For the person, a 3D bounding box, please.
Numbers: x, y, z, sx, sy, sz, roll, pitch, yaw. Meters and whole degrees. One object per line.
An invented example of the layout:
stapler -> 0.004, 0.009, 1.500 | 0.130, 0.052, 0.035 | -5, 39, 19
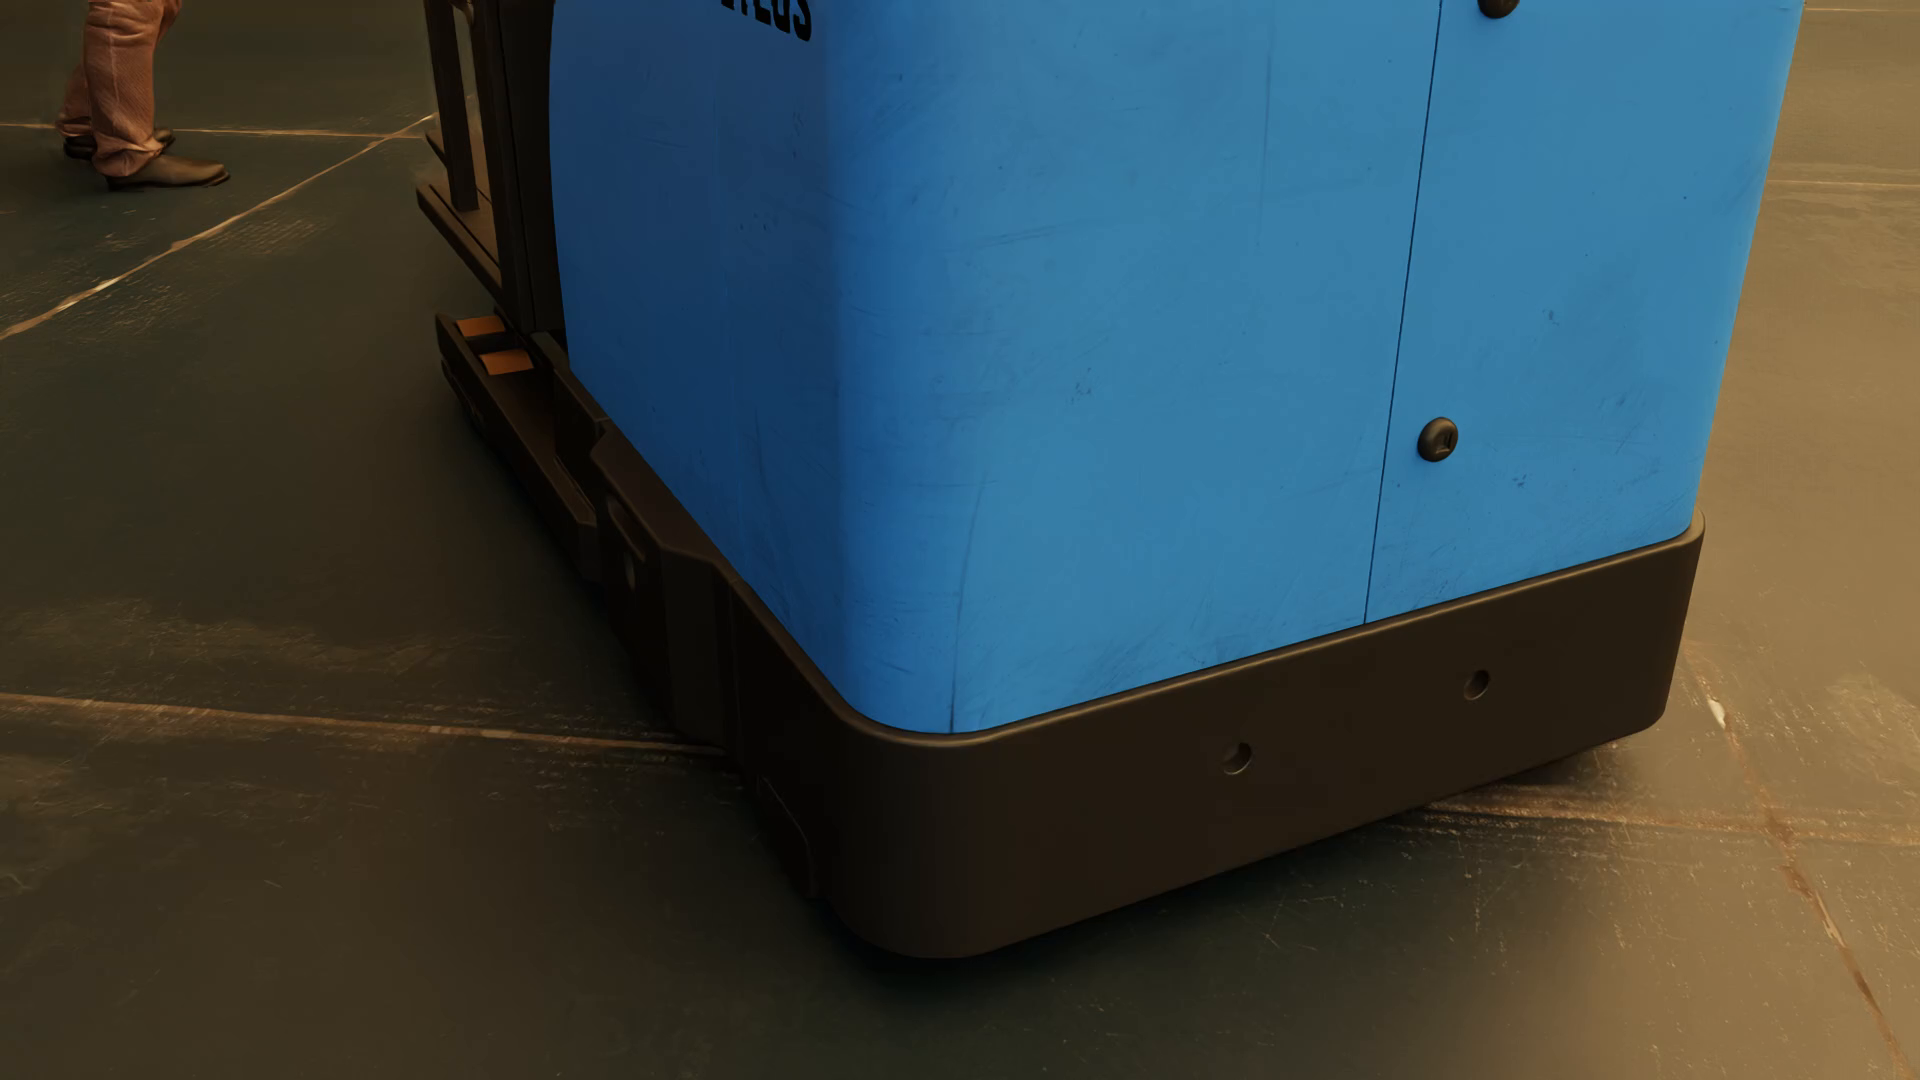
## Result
person -> -2.203, -1.736, 4.134 | 0.495, 1.694, 0.689 | -5, 27, -9

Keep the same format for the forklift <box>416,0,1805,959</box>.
forklift -> -0.278, -1.548, 2.319 | 1.130, 2.935, 3.031 | -13, 29, -24
